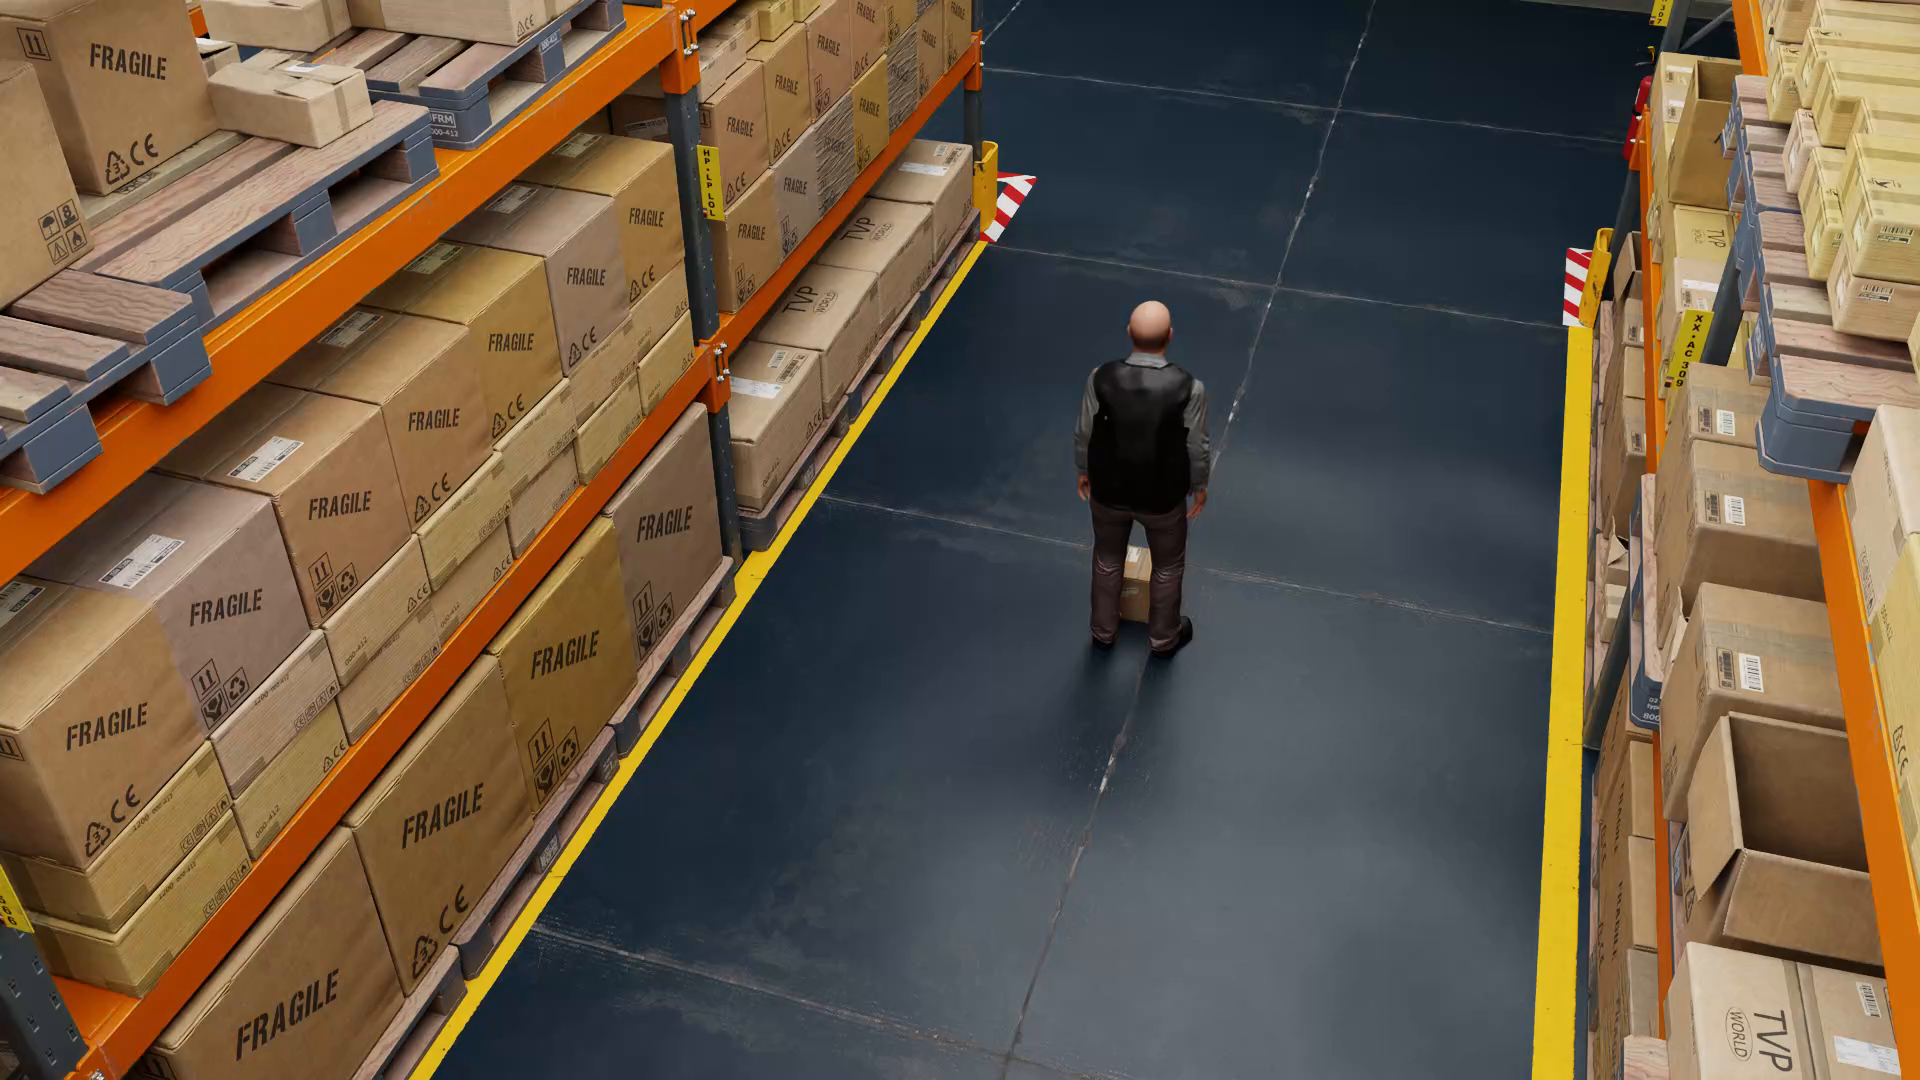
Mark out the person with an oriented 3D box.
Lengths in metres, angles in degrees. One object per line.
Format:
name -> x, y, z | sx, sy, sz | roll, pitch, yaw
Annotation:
person -> 0.783, -0.231, 7.221 | 0.585, 1.720, 0.364 | 10, 38, 13
